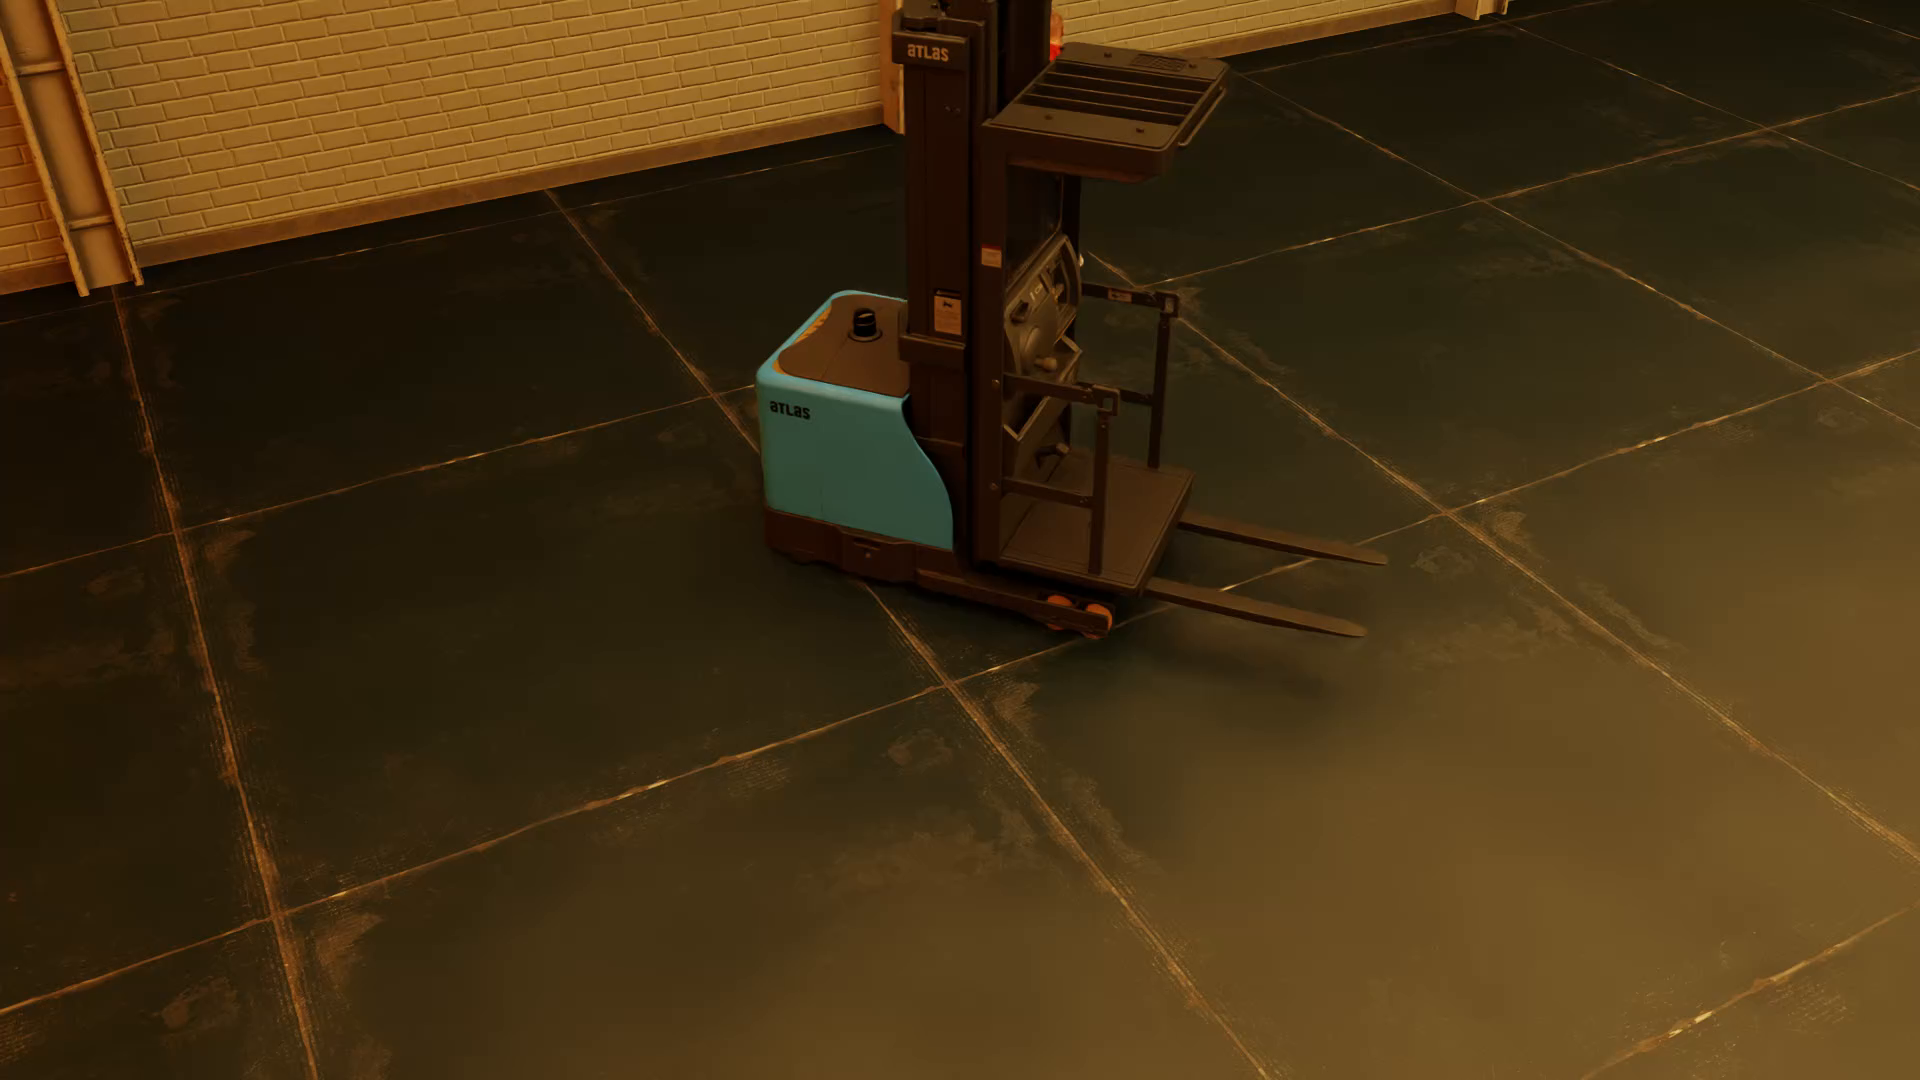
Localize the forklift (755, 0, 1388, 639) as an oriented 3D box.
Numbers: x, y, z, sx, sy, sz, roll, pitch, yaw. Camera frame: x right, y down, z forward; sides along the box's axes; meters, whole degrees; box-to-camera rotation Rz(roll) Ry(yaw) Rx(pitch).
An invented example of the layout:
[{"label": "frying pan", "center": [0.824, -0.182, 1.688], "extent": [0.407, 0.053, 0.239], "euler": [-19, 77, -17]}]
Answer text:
[{"label": "forklift", "center": [0.570, -1.070, 7.637], "extent": [3.031, 2.935, 1.130], "euler": [13, 37, 17]}]

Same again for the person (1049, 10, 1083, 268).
[{"label": "person", "center": [0.580, -2.567, 10.809], "extent": [0.594, 1.736, 0.422], "euler": [6, 36, 9]}]
